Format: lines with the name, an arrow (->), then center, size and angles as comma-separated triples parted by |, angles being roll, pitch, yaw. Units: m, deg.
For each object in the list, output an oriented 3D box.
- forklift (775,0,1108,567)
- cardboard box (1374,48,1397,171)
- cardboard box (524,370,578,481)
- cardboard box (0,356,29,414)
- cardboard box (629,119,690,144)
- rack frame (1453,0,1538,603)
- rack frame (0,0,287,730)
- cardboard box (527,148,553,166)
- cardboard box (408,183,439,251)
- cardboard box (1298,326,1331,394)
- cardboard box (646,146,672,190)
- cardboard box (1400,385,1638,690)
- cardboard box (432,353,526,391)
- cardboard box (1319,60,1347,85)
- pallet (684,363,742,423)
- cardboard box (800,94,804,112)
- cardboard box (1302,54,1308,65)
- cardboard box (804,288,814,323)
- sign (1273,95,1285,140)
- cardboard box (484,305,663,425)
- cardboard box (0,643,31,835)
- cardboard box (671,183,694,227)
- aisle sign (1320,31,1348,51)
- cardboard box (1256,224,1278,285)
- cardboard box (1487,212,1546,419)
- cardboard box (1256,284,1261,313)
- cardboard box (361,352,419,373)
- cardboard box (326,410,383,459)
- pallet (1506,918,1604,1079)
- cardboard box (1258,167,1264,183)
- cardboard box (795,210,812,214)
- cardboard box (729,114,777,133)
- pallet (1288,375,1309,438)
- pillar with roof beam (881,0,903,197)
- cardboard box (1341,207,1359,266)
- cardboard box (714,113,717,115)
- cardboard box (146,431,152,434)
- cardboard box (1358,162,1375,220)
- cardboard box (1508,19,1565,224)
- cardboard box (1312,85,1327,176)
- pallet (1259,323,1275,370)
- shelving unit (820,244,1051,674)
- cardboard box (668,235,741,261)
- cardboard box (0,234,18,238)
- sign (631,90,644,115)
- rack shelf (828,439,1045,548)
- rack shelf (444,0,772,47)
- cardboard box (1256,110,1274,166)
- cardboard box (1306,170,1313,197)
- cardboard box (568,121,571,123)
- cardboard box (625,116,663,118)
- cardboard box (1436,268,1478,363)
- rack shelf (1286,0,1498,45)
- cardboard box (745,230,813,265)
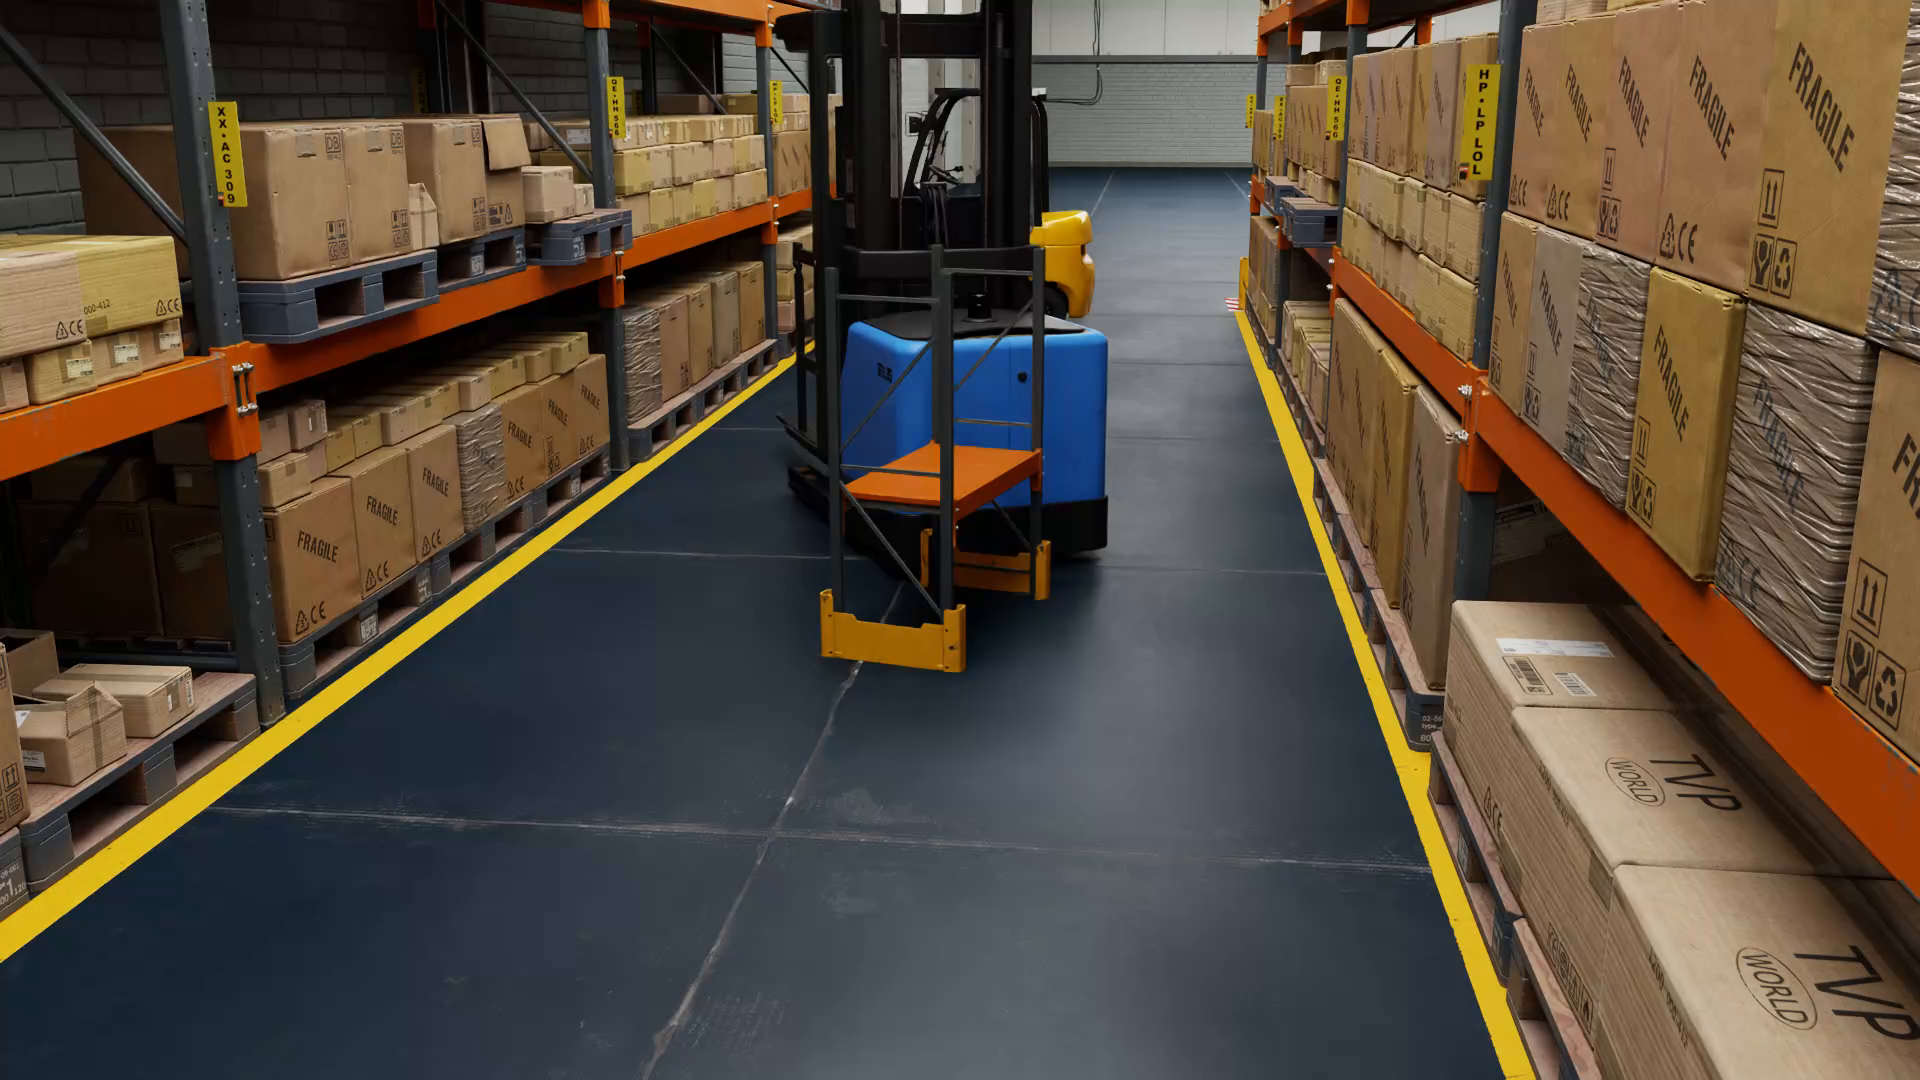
forklift -> -0.292, -1.633, 8.584 | 1.130, 2.935, 3.031 | -5, 16, -19
cardboard box -> 2.088, -1.864, 7.202 | 0.500, 0.500, 0.500 | 2, 15, 8
cardboard box -> -2.327, -0.612, 8.664 | 0.500, 0.500, 0.500 | 1, 15, 5
cardboard box -> -2.732, -0.409, 4.411 | 0.380, 0.149, 0.250 | 2, 15, 8
cardboard box -> -1.962, -2.632, 10.716 | 0.380, 0.149, 0.250 | 2, 15, 7
rack frame -> 2.055, -0.679, 4.927 | 1.000, 3.000, 0.127 | 2, 15, 6
rack frame -> -2.877, -0.824, 5.464 | 1.000, 3.000, 0.127 | 2, 15, 6
cardboard box -> -2.652, -2.155, 9.716 | 0.500, 0.250, 0.500 | 2, 15, 8
cardboard box -> -2.339, -1.311, 6.718 | 0.396, 0.266, 0.258 | 2, 15, 9
cardboard box -> 2.746, -1.185, 11.028 | 0.950, 0.372, 0.625 | 2, 15, 8
cardboard box -> -2.076, -2.268, 10.134 | 0.500, 0.250, 0.500 | 2, 15, 8
cardboard box -> 2.045, -0.019, 5.753 | 0.875, 0.875, 0.875 | 2, 15, 8
cardboard box -> -2.379, -0.830, 8.225 | 0.380, 0.149, 0.250 | 2, 15, 8
cardboard box -> 2.411, -2.857, 10.172 | 0.380, 0.149, 0.250 | 1, 15, 4
pallet -> -2.154, -1.044, 11.617 | 1.003, 0.211, 1.213 | 2, 15, 6
cardboard box -> -1.551, -3.747, 14.268 | 0.380, 0.149, 0.250 | 1, 15, 5
cardboard box -> 3.504, -4.196, 15.256 | 0.700, 0.500, 0.500 | 2, 15, 7
cardboard box -> -1.549, -2.023, 14.358 | 0.500, 0.250, 0.500 | 1, 15, 5
sign -> 2.418, -3.186, 12.539 | 0.100, 0.325, 0.005 | 2, 15, 6
cardboard box -> -2.342, -1.080, 10.153 | 0.875, 0.625, 0.625 | 2, 15, 8
cardboard box -> -2.913, 0.571, 4.287 | 0.700, 0.500, 0.500 | 1, 15, 4
cardboard box -> -2.020, -2.161, 10.696 | 0.500, 0.250, 0.500 | 1, 15, 4
aisle sign -> 3.704, -5.054, 16.126 | 0.394, 0.787, 0.004 | 2, 15, 6
cardboard box -> 2.922, -2.556, 14.895 | 0.500, 0.500, 0.500 | 2, 15, 7
cardboard box -> 1.742, -0.613, 4.493 | 0.500, 0.500, 0.500 | 2, 15, 8
cardboard box -> 2.929, -2.192, 14.984 | 0.500, 0.250, 0.500 | 3, 15, 10
cardboard box -> -2.923, -0.842, 8.272 | 0.380, 0.149, 0.250 | 1, 15, 4
cardboard box -> -2.583, -0.431, 6.752 | 0.380, 0.149, 0.250 | 1, 15, 5
pallet -> 1.756, 1.179, 3.397 | 1.003, 0.211, 1.213 | 2, 15, 6
cardboard box -> 2.966, -3.391, 15.439 | 0.380, 0.149, 0.250 | 2, 15, 7
cardboard box -> -1.766, -3.176, 16.707 | 0.500, 0.250, 0.500 | 1, 15, 5
cardboard box -> -1.677, -3.336, 13.317 | 0.380, 0.149, 0.250 | 1, 15, 5
pallet -> 2.736, -0.889, 11.044 | 1.003, 0.211, 1.213 | 2, 15, 6
pillar with roof beam -> 3.134, -9.664, 26.663 | 9.100, 9.000, 0.400 | 2, 15, 6
cardboard box -> 2.201, -1.525, 8.341 | 0.500, 0.250, 0.500 | 1, 15, 5
cardboard box -> -2.200, -3.418, 13.620 | 0.380, 0.149, 0.250 | 1, 15, 5
cardboard box -> -3.079, -0.369, 6.522 | 0.380, 0.149, 0.250 | 2, 15, 7
cardboard box -> 2.144, -1.627, 7.763 | 0.500, 0.250, 0.500 | 2, 15, 8
cardboard box -> 1.761, -1.094, 4.353 | 0.500, 0.500, 0.500 | 2, 15, 7
cardboard box -> 2.329, -2.372, 9.620 | 0.500, 0.500, 0.500 | 1, 15, 5
pallet -> 2.998, -1.583, 13.612 | 1.003, 0.211, 1.213 | 2, 15, 6
shelving unit -> -0.075, -0.376, 6.679 | 0.587, 1.500, 1.083 | 6, 16, 21
cardboard box -> -2.111, -2.391, 13.804 | 0.500, 0.250, 0.500 | 2, 15, 7
cardboard box -> -3.202, -0.775, 4.999 | 0.500, 0.250, 0.500 | 2, 15, 6
sign -> -2.526, -3.371, 13.073 | 0.100, 0.325, 0.005 | 2, 15, 6
rack shelf -> -0.072, -0.204, 6.734 | 0.538, 0.185, 1.000 | 6, 16, 21
rack shelf -> -2.200, -3.481, 10.922 | 1.077, 0.370, 4.000 | 2, 15, 6
cardboard box -> 3.025, -3.734, 15.464 | 0.500, 0.500, 0.500 | 2, 15, 8
cardboard box -> 2.305, -2.165, 10.100 | 0.380, 0.149, 0.250 | 2, 15, 7
cardboard box -> -2.624, -2.516, 10.285 | 0.380, 0.149, 0.250 | 1, 15, 5
cardboard box -> -2.347, -2.976, 11.988 | 0.380, 0.149, 0.250 | 2, 15, 6
cardboard box -> 1.855, -0.731, 5.404 | 0.500, 0.250, 0.500 | 1, 15, 5
rack shelf -> 2.732, -3.336, 10.385 | 1.077, 0.370, 4.000 | 2, 15, 6
cardboard box -> -1.541, -2.506, 14.230 | 0.500, 0.250, 0.500 | 2, 15, 6
